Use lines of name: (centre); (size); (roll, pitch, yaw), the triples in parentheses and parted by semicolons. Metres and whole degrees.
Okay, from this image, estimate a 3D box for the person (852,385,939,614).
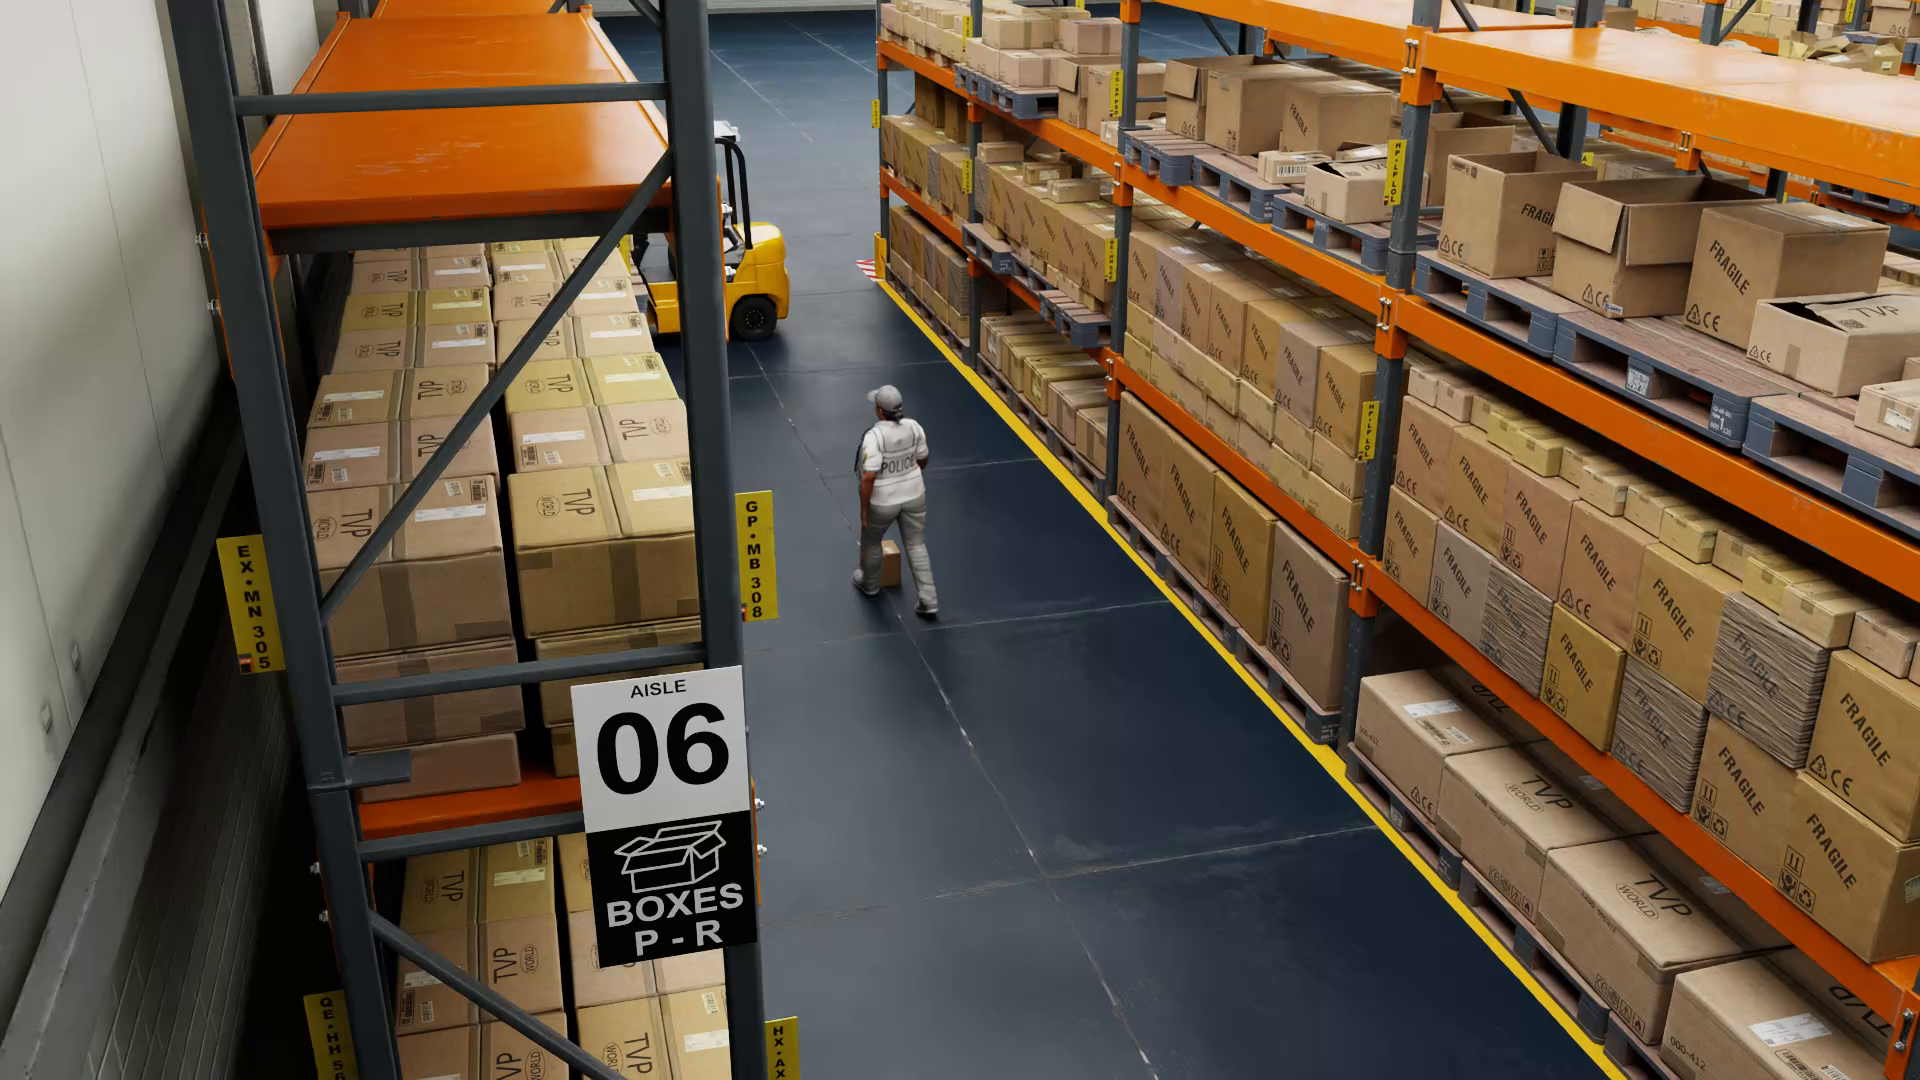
person: (-0.489, -0.313, 11.385); (0.540, 1.628, 0.883); (-10, 25, -21)
